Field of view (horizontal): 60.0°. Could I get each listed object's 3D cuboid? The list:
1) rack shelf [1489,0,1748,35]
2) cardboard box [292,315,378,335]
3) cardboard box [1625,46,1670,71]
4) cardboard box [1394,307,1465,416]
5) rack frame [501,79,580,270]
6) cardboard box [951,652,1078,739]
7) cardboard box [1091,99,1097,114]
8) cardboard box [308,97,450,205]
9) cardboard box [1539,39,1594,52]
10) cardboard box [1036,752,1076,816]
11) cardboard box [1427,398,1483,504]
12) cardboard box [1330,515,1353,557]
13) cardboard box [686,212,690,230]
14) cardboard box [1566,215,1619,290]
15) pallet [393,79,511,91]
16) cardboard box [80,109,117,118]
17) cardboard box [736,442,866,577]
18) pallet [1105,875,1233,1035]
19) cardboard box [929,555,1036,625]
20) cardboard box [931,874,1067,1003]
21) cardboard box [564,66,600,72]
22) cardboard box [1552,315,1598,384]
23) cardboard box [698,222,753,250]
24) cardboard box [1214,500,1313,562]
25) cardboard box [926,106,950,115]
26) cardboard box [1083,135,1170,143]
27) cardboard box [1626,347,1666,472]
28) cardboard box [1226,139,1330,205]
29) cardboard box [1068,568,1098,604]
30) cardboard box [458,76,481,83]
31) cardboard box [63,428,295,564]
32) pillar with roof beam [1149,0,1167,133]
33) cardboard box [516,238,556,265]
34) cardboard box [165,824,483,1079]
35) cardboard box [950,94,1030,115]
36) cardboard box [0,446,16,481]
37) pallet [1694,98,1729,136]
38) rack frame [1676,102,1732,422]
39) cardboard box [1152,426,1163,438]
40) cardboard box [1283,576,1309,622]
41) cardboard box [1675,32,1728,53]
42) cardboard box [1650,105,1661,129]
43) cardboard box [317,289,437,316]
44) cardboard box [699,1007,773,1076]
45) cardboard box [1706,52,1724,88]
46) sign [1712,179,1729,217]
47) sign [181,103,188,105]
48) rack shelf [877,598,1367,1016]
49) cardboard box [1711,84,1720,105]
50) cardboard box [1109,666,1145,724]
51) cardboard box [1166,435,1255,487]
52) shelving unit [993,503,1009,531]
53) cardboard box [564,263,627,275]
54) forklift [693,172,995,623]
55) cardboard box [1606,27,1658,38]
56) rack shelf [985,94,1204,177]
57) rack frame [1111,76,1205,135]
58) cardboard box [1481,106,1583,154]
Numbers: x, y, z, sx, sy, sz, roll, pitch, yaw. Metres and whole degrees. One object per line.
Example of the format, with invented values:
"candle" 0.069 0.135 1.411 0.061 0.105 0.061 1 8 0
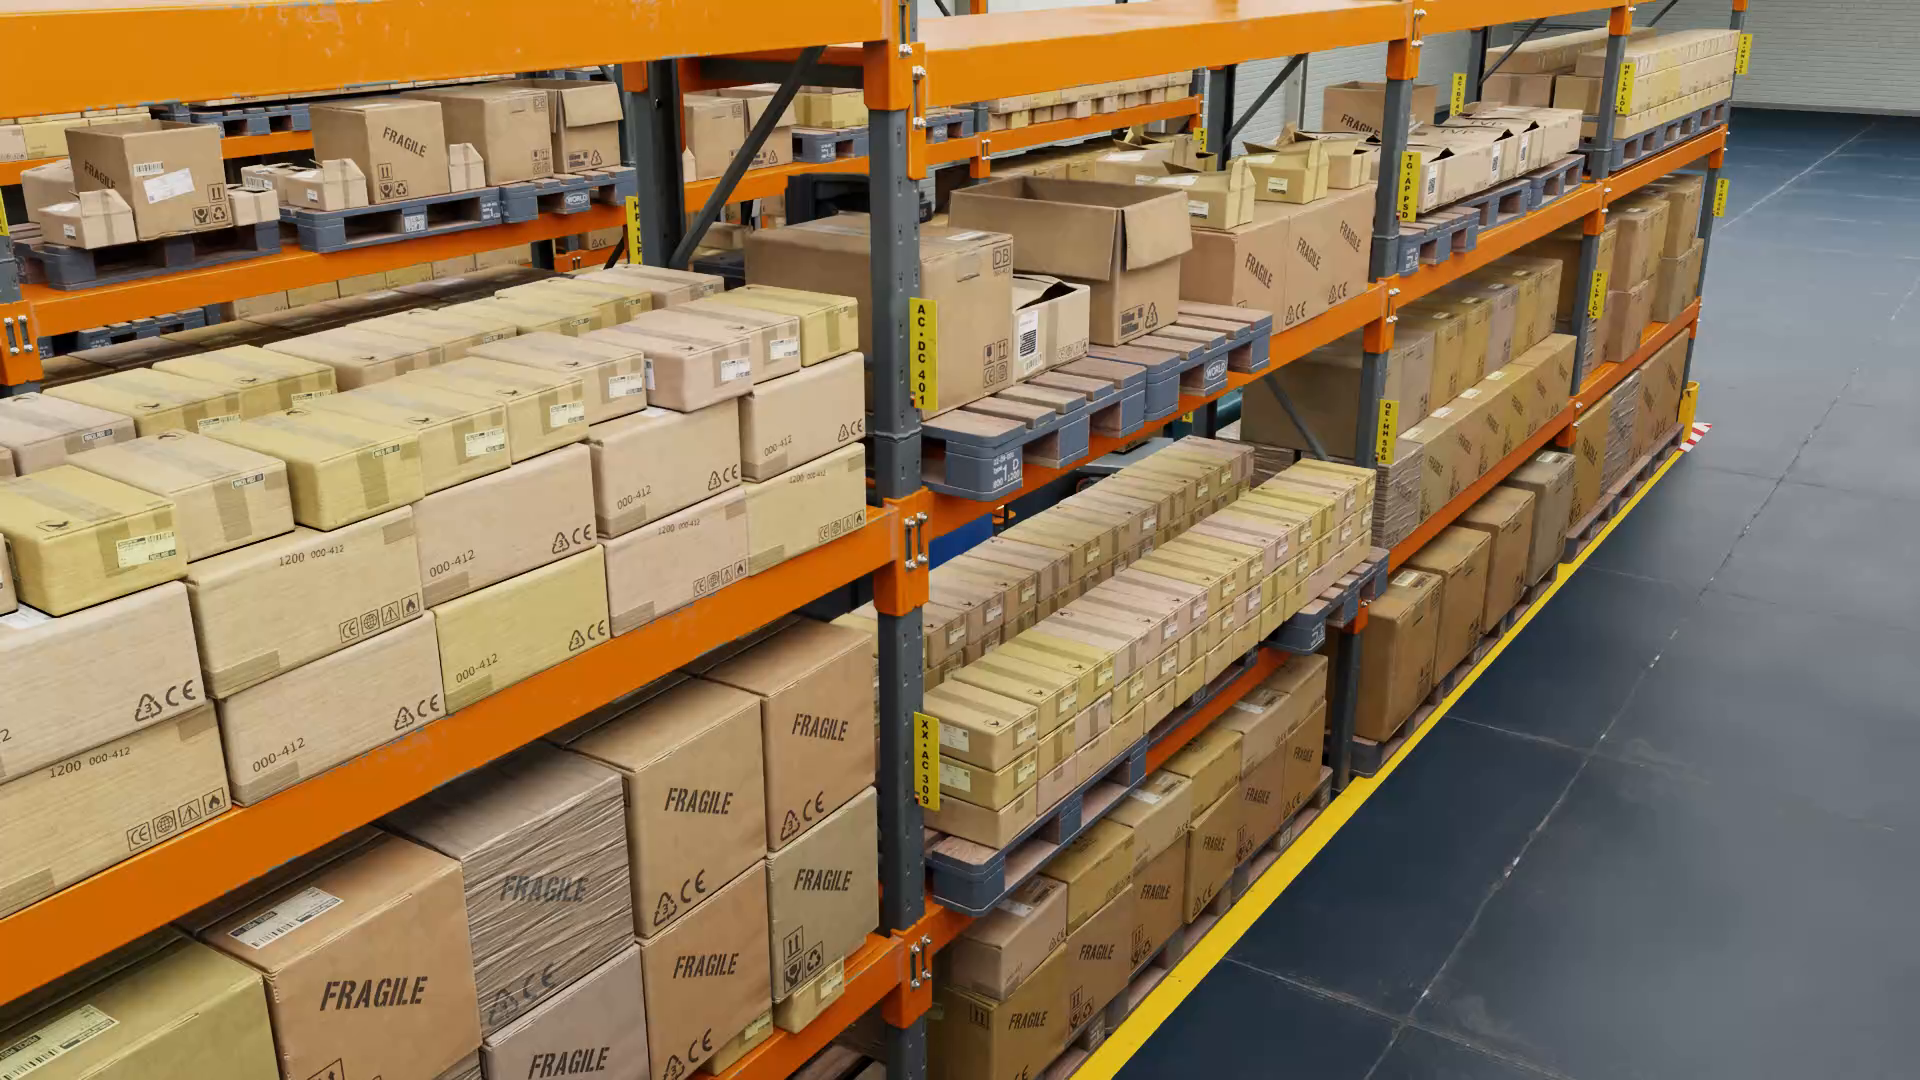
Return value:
"rack shelf" 5.060 -4.151 12.628 1.077 0.370 4.000 13 24 32
"cardboard box" -3.395 -0.959 9.450 0.500 0.500 0.500 13 24 31
"cardboard box" 4.849 -3.452 11.913 0.380 0.149 0.250 13 24 31
"cardboard box" 2.517 -1.076 9.765 0.700 0.500 0.500 13 24 31
"rack frame" -4.323 -3.191 17.069 1.000 3.000 0.127 13 24 32
"cardboard box" 0.192 0.545 5.868 0.380 0.149 0.250 14 25 33
"cardboard box" 1.032 -3.998 15.288 0.380 0.149 0.250 13 24 32
"cardboard box" -3.215 -2.165 9.222 0.500 0.500 0.500 14 24 32
"cardboard box" 4.587 -3.724 12.648 0.380 0.149 0.250 13 24 31
"cardboard box" 0.191 0.824 5.970 0.380 0.149 0.250 14 24 33
"cardboard box" 2.730 -0.554 9.796 0.500 0.500 0.500 13 24 32
"cardboard box" 1.637 -0.052 7.909 0.380 0.149 0.250 14 25 34
"cardboard box" -3.294 -3.613 18.064 0.500 0.500 0.500 13 24 31
"cardboard box" 4.384 -2.144 12.466 0.875 0.550 0.550 13 24 32
"pallet" -4.808 -4.253 15.891 0.805 0.209 1.217 12 24 30
"cardboard box" -6.733 -3.348 12.810 0.380 0.149 0.250 13 24 31
"cardboard box" -0.614 -0.136 4.701 0.500 0.250 0.500 14 24 33
"pallet" 0.560 1.740 7.757 1.003 0.211 1.213 13 24 32
"cardboard box" 0.088 0.200 6.801 0.380 0.149 0.250 12 24 30
"cardboard box" 0.072 1.471 6.383 0.500 0.250 0.500 12 23 29
"cardboard box" -3.819 -4.794 16.690 0.380 0.149 0.250 14 24 33
"cardboard box" 4.133 -1.467 12.190 0.875 0.550 0.550 13 24 32
"cardboard box" -1.778 -2.289 12.516 0.380 0.149 0.250 12 23 29
"cardboard box" 1.353 -0.044 7.461 0.380 0.149 0.250 14 25 33
"cardboard box" -0.424 -3.562 13.358 0.500 0.250 0.500 13 24 31
"cardboard box" 1.636 -3.695 16.415 0.700 0.500 0.500 14 24 32
"cardboard box" 5.364 -1.176 14.077 0.875 0.875 0.875 13 24 31
"cardboard box" 1.398 -1.636 7.294 0.396 0.266 0.258 13 24 32
"cardboard box" 0.378 0.188 7.260 0.380 0.149 0.250 14 25 34
"cardboard box" -4.690 -4.349 15.489 0.380 0.149 0.250 13 24 32
"cardboard box" -1.543 -0.091 3.285 0.380 0.149 0.250 14 25 34
"pillar with roof beam" 7.095 -9.732 26.104 9.100 9.000 0.400 13 24 32
"cardboard box" -4.390 -2.925 16.566 0.500 0.250 0.500 14 24 33
"cardboard box" -1.466 0.985 3.765 0.500 0.500 0.500 12 24 30
"cardboard box" 0.258 -3.773 14.106 0.500 0.250 0.500 13 24 31
"cardboard box" -2.121 -0.117 3.355 0.380 0.149 0.250 14 24 33
"pallet" 5.775 -3.586 13.940 1.003 0.211 1.213 13 24 32
"rack frame" 6.184 -2.436 15.026 1.000 3.000 0.127 13 24 32
"cardboard box" 1.512 -1.095 15.002 0.500 0.500 0.500 -6 21 -15
"cardboard box" 1.361 0.227 7.584 0.380 0.149 0.250 13 24 31
"cardboard box" 5.989 -4.035 13.489 0.380 0.149 0.250 14 24 33
"cardboard box" 4.847 -3.077 12.048 0.380 0.149 0.250 13 24 31
"cardboard box" -3.518 -1.209 10.125 0.500 0.500 0.500 14 25 33
"cardboard box" -0.783 1.413 4.984 0.380 0.149 0.250 14 25 34
"cardboard box" 5.858 -3.817 13.475 0.500 0.250 0.500 13 24 32
"sign" 6.625 -2.980 14.487 0.100 0.325 0.005 13 24 32
"sign" -6.124 -3.587 13.068 0.100 0.325 0.005 13 24 32
"rack shelf" 0.562 0.771 7.394 1.077 0.370 4.000 13 24 32
"cardboard box" 5.991 -3.661 13.628 0.380 0.149 0.250 14 24 33
"cardboard box" 0.474 0.542 6.305 0.380 0.149 0.250 12 24 30
"cardboard box" 1.264 -0.402 8.429 0.380 0.149 0.250 13 24 32
"shelving unit" 0.004 -0.705 12.510 0.431 1.500 0.755 13 24 32
"cardboard box" -2.438 -1.645 11.710 0.500 0.500 0.500 12 24 30
"forklift" -0.953 -0.781 10.652 1.130 2.935 3.031 12 23 30
"cardboard box" 5.733 -4.309 14.230 0.380 0.149 0.250 14 24 32
"rack shelf" 0.909 -3.868 15.611 1.077 0.370 4.000 13 24 32
"rack frame" 2.033 -3.372 17.558 1.000 3.000 0.127 13 24 32
"cardboard box" 3.670 -2.635 10.707 0.500 0.250 0.500 14 24 32
